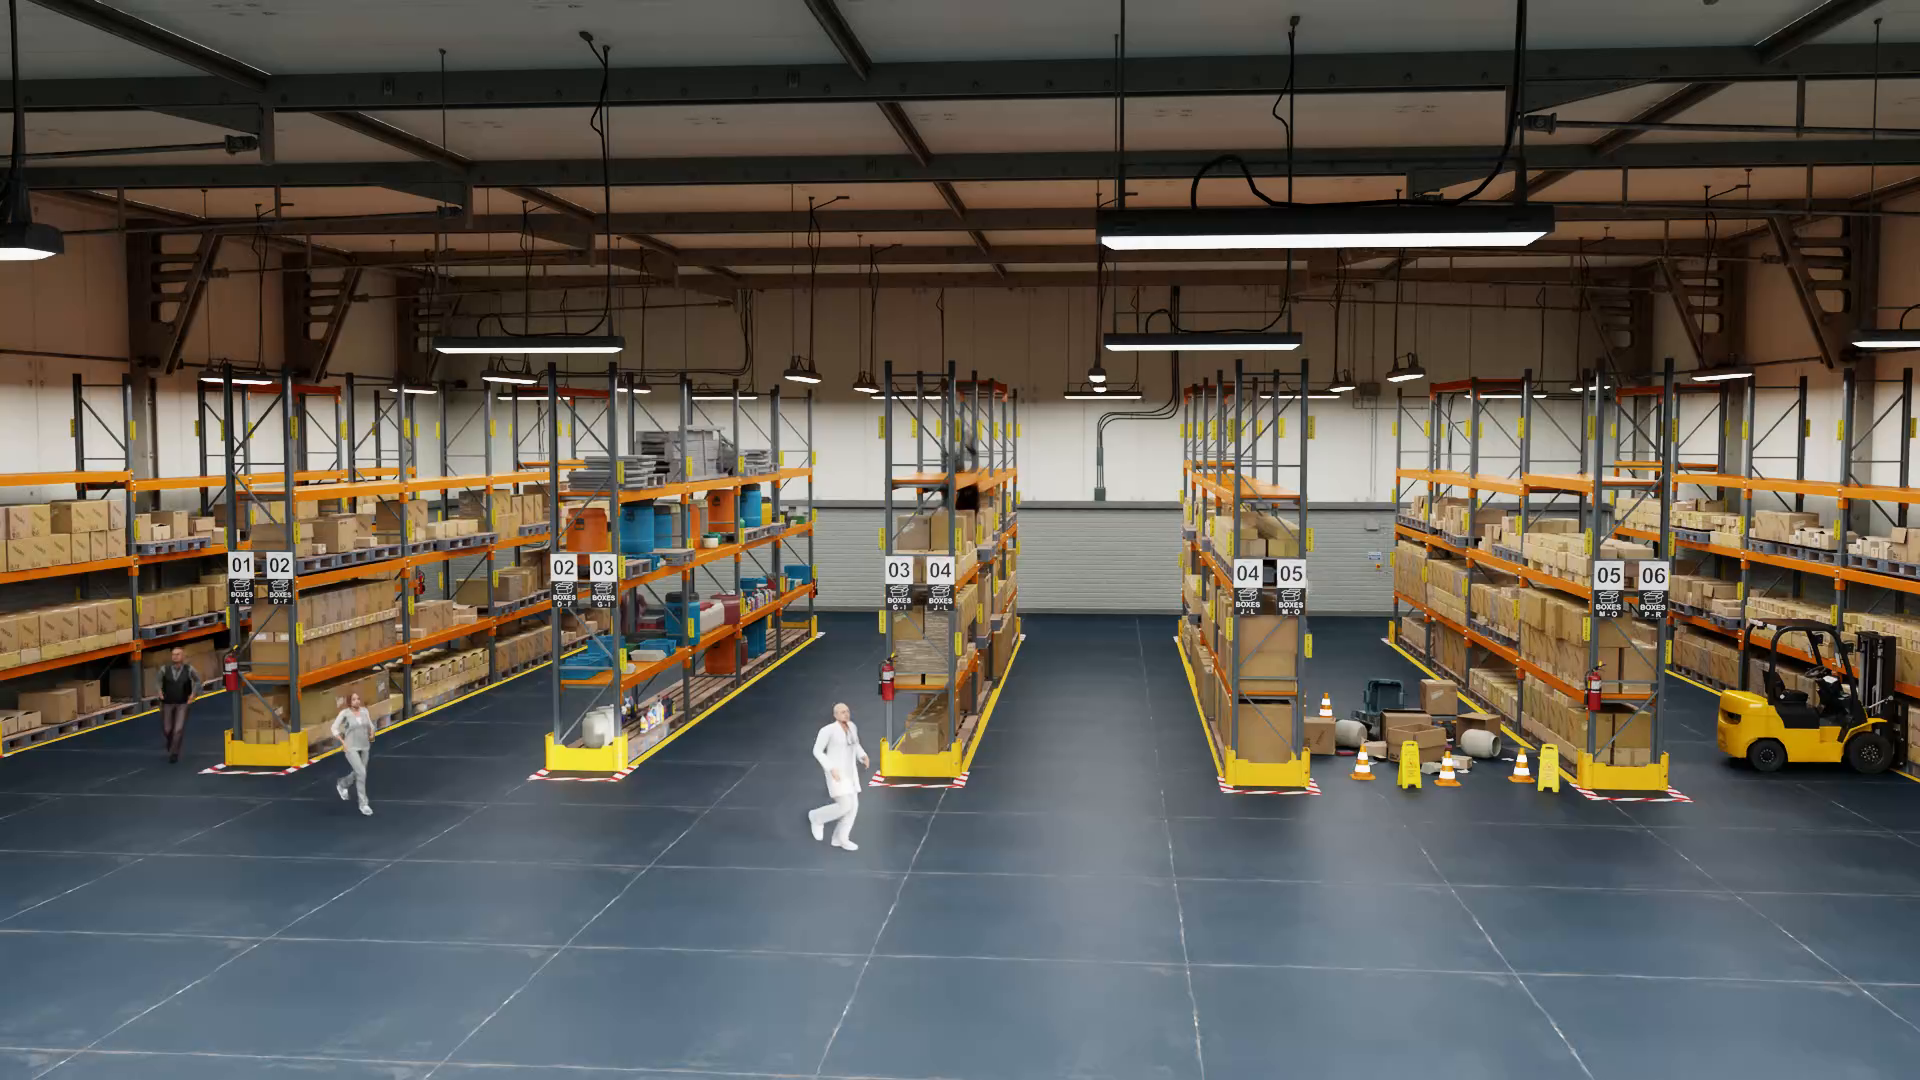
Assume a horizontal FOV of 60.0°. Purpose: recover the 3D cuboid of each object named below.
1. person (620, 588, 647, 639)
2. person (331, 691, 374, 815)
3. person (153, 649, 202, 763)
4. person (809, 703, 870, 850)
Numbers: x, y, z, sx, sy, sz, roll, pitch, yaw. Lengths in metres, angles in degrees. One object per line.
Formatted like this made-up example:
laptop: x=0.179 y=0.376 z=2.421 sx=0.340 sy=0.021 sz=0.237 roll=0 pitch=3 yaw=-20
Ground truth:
person: x=-7.080 y=1.774 z=35.696 sx=0.682 sy=1.732 sz=0.639 roll=0 pitch=4 yaw=-4
person: x=-7.969 y=2.774 z=21.898 sx=0.777 sy=1.600 sz=0.530 roll=3 pitch=5 yaw=39
person: x=-11.935 y=2.498 z=25.378 sx=0.678 sy=1.705 sz=0.753 roll=-1 pitch=4 yaw=-17
person: x=-1.442 y=2.835 z=19.997 sx=0.688 sy=1.729 sz=0.705 roll=3 pitch=5 yaw=39
